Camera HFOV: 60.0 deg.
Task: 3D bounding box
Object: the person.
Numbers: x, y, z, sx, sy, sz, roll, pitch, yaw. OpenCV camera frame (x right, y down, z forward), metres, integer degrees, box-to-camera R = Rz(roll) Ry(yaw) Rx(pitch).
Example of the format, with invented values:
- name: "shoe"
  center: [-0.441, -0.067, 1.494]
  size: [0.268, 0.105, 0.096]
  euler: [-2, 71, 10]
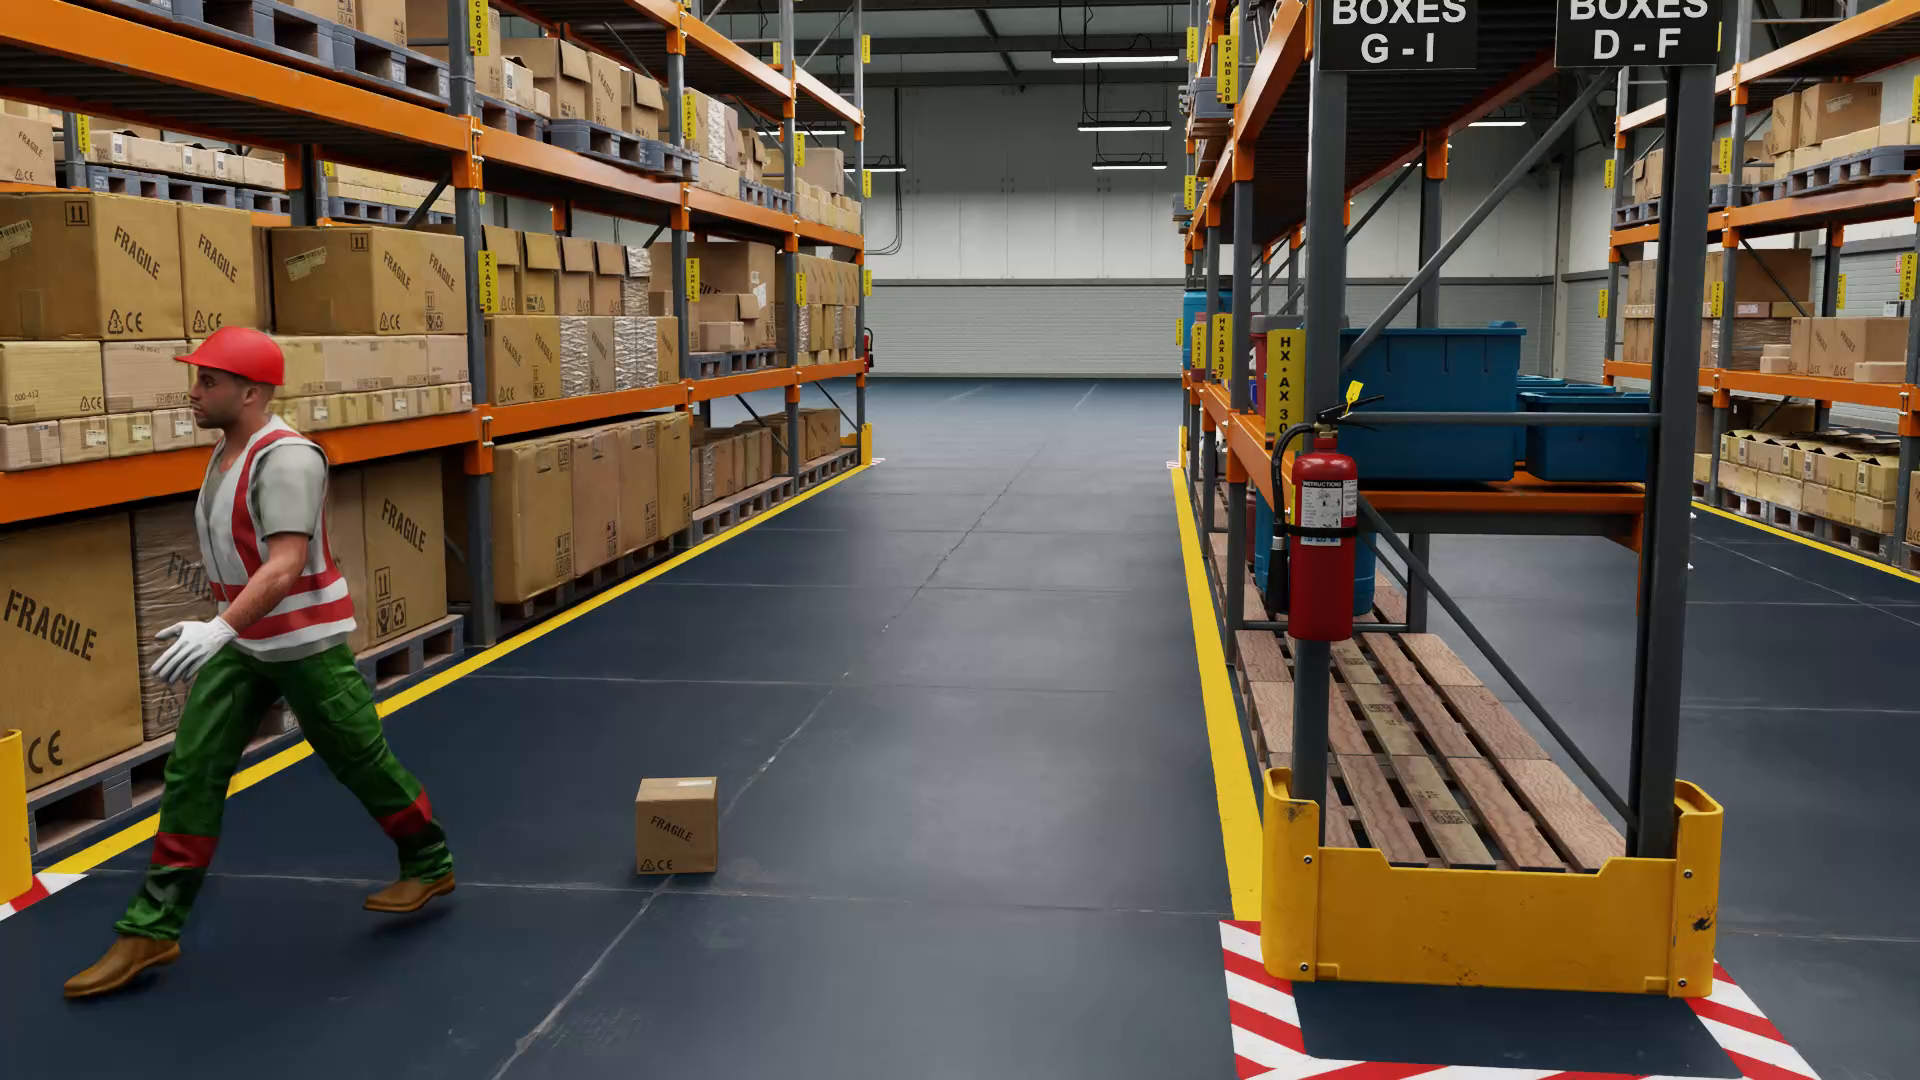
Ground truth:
- name: "person"
  center: [-1.955, 0.286, 4.597]
  size: [0.666, 1.741, 1.071]
  euler: [6, 10, 40]
